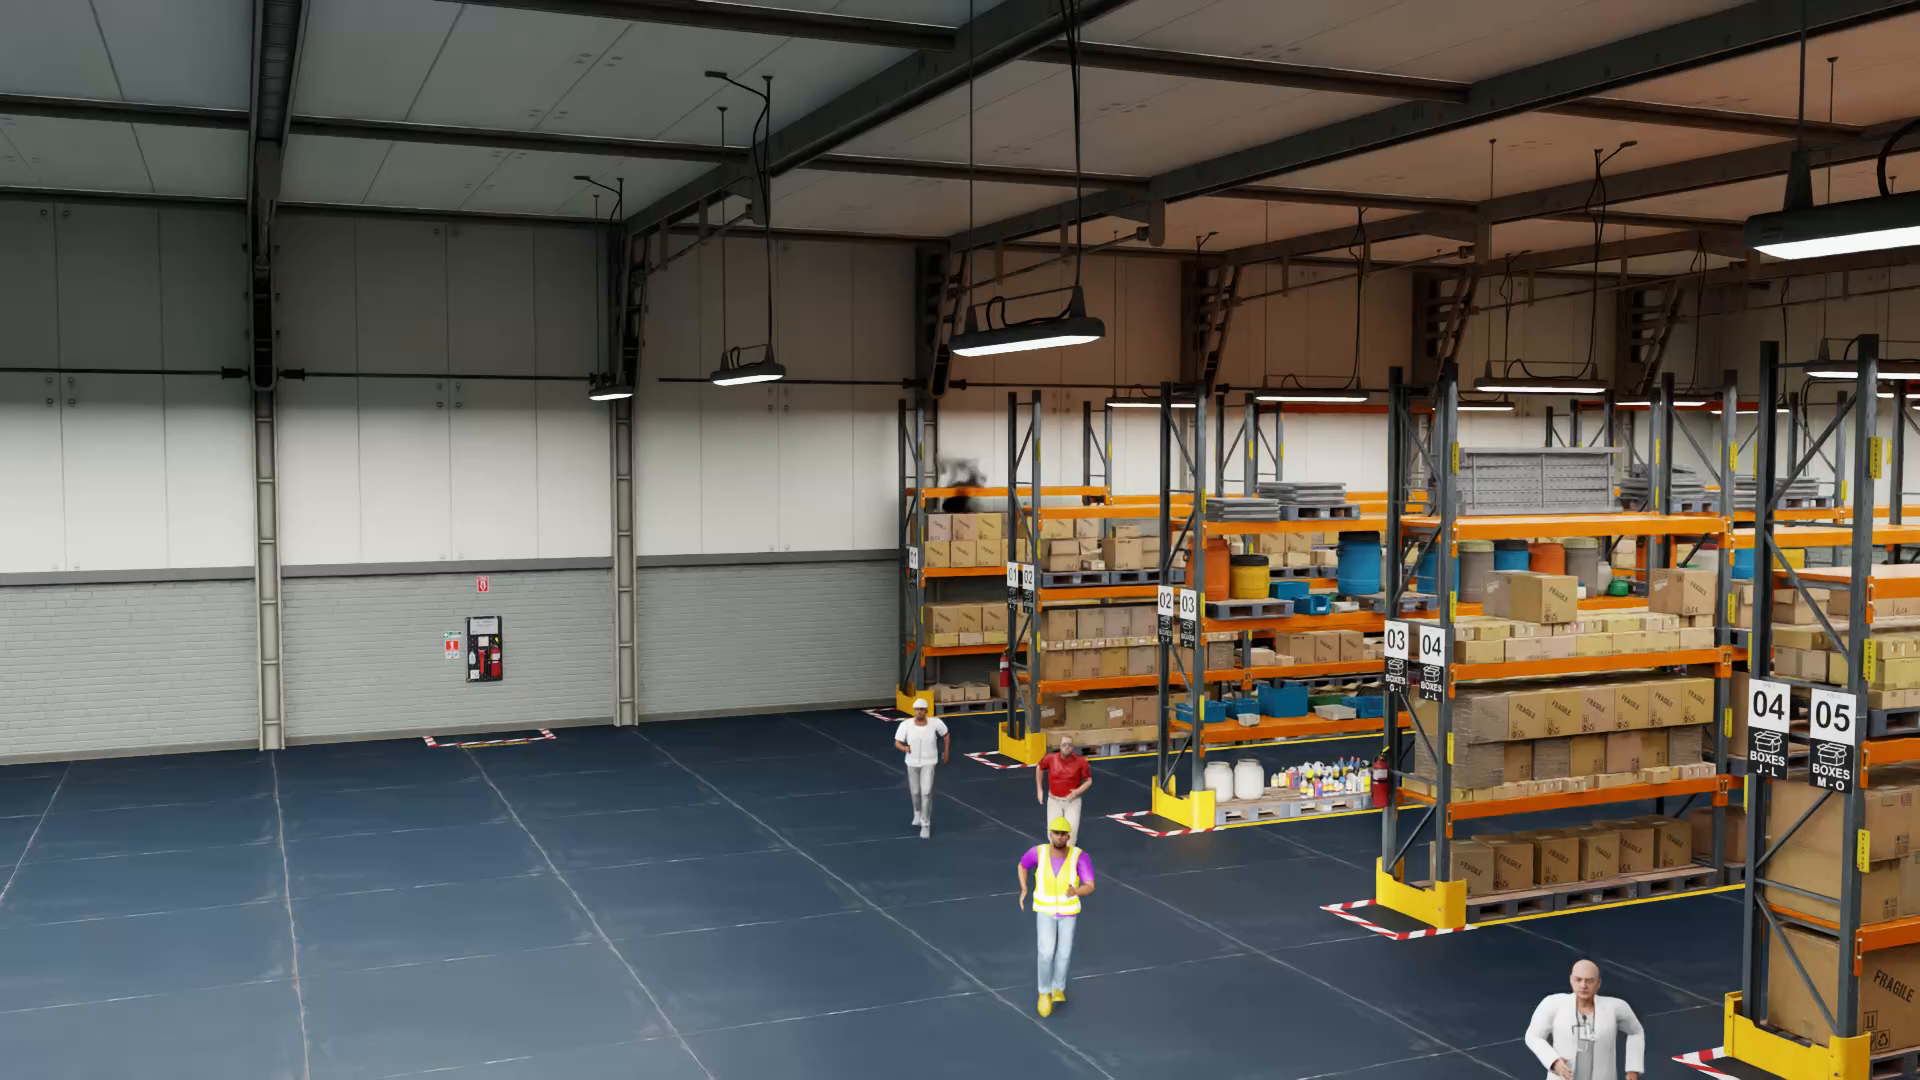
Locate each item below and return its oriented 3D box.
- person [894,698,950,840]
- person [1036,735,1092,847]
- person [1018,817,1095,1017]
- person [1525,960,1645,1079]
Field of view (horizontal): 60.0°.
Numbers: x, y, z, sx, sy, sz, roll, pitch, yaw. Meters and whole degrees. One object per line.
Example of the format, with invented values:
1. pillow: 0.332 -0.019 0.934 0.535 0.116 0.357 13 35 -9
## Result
1. person: -0.508 2.992 22.013 0.720 1.822 0.804 0 3 6
2. person: 1.240 3.178 19.795 0.663 1.748 0.725 0 3 3
3. person: 0.880 3.398 15.081 0.685 1.785 0.692 0 3 -1
4. person: 4.082 3.630 10.890 0.732 1.805 0.947 1 4 23
